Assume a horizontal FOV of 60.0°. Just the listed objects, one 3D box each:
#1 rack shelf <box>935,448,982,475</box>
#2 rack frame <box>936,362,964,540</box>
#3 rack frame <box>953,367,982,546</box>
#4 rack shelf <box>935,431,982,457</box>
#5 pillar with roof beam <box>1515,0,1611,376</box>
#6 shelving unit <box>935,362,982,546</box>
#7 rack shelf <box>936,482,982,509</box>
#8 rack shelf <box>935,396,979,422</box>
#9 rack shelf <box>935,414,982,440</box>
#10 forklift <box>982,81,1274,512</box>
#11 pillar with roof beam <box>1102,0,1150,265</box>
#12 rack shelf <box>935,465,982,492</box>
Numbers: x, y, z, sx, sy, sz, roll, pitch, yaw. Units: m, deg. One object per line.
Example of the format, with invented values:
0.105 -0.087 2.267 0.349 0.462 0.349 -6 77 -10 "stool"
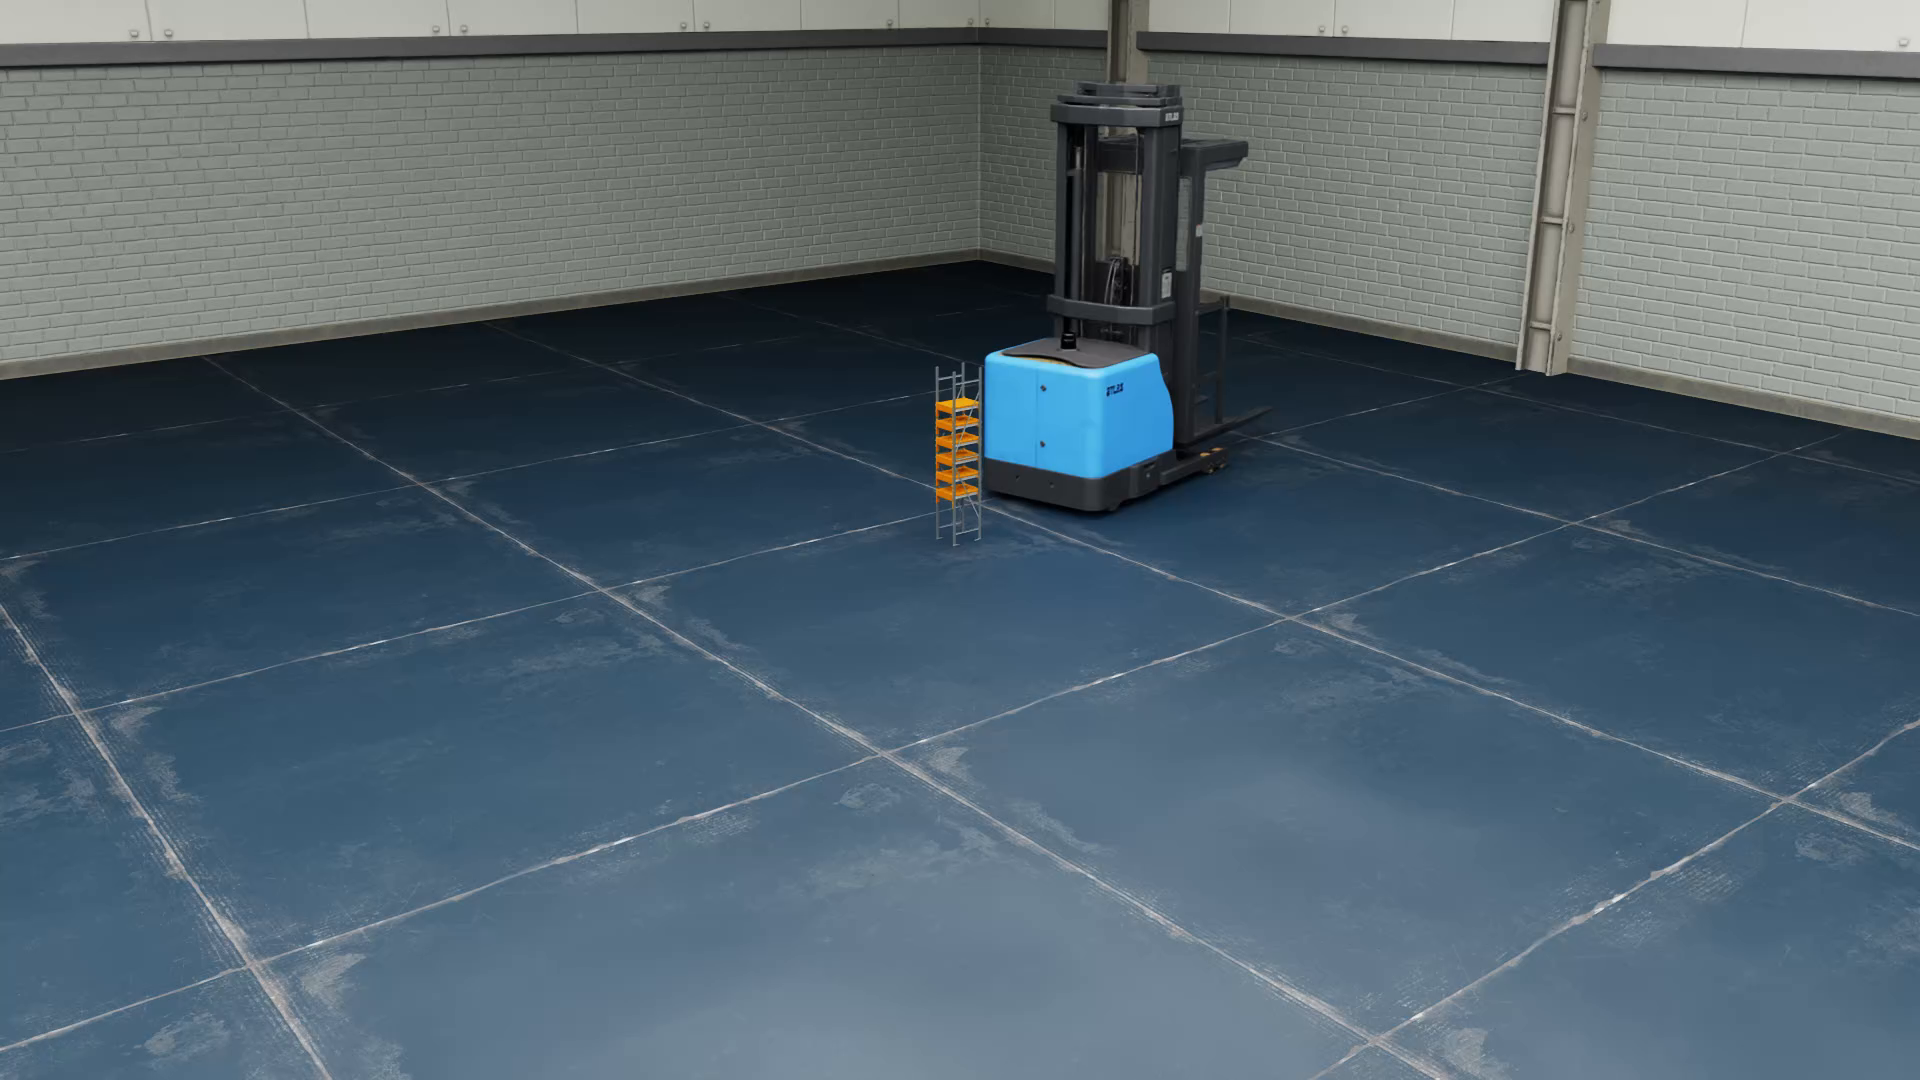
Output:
-0.009 -0.531 11.199 0.258 0.103 0.180 -14 23 -36 "rack shelf"
-0.066 -0.596 11.253 0.240 1.200 0.006 -14 23 -36 "rack frame"
0.048 -0.551 11.117 0.240 1.200 0.006 -14 23 -36 "rack frame"
-0.009 -0.645 11.161 0.258 0.103 0.180 -14 23 -36 "rack shelf"
2.363 -5.104 12.460 9.100 9.000 0.400 -14 23 -36 "pillar with roof beam"
-0.009 -0.573 11.185 0.258 1.200 0.189 -14 23 -36 "shelving unit"
-0.009 -0.303 11.274 0.258 0.103 0.180 -14 23 -36 "rack shelf"
-0.009 -0.873 11.085 0.258 0.103 0.180 -14 23 -36 "rack shelf"
-0.009 -0.759 11.123 0.258 0.103 0.180 -14 23 -36 "rack shelf"
1.462 -1.989 12.705 1.130 2.935 3.031 14 23 35 "forklift"
-1.362 -6.582 16.925 9.100 9.000 0.400 -14 23 -36 "pillar with roof beam"
-0.009 -0.417 11.236 0.258 0.103 0.180 -14 23 -36 "rack shelf"
